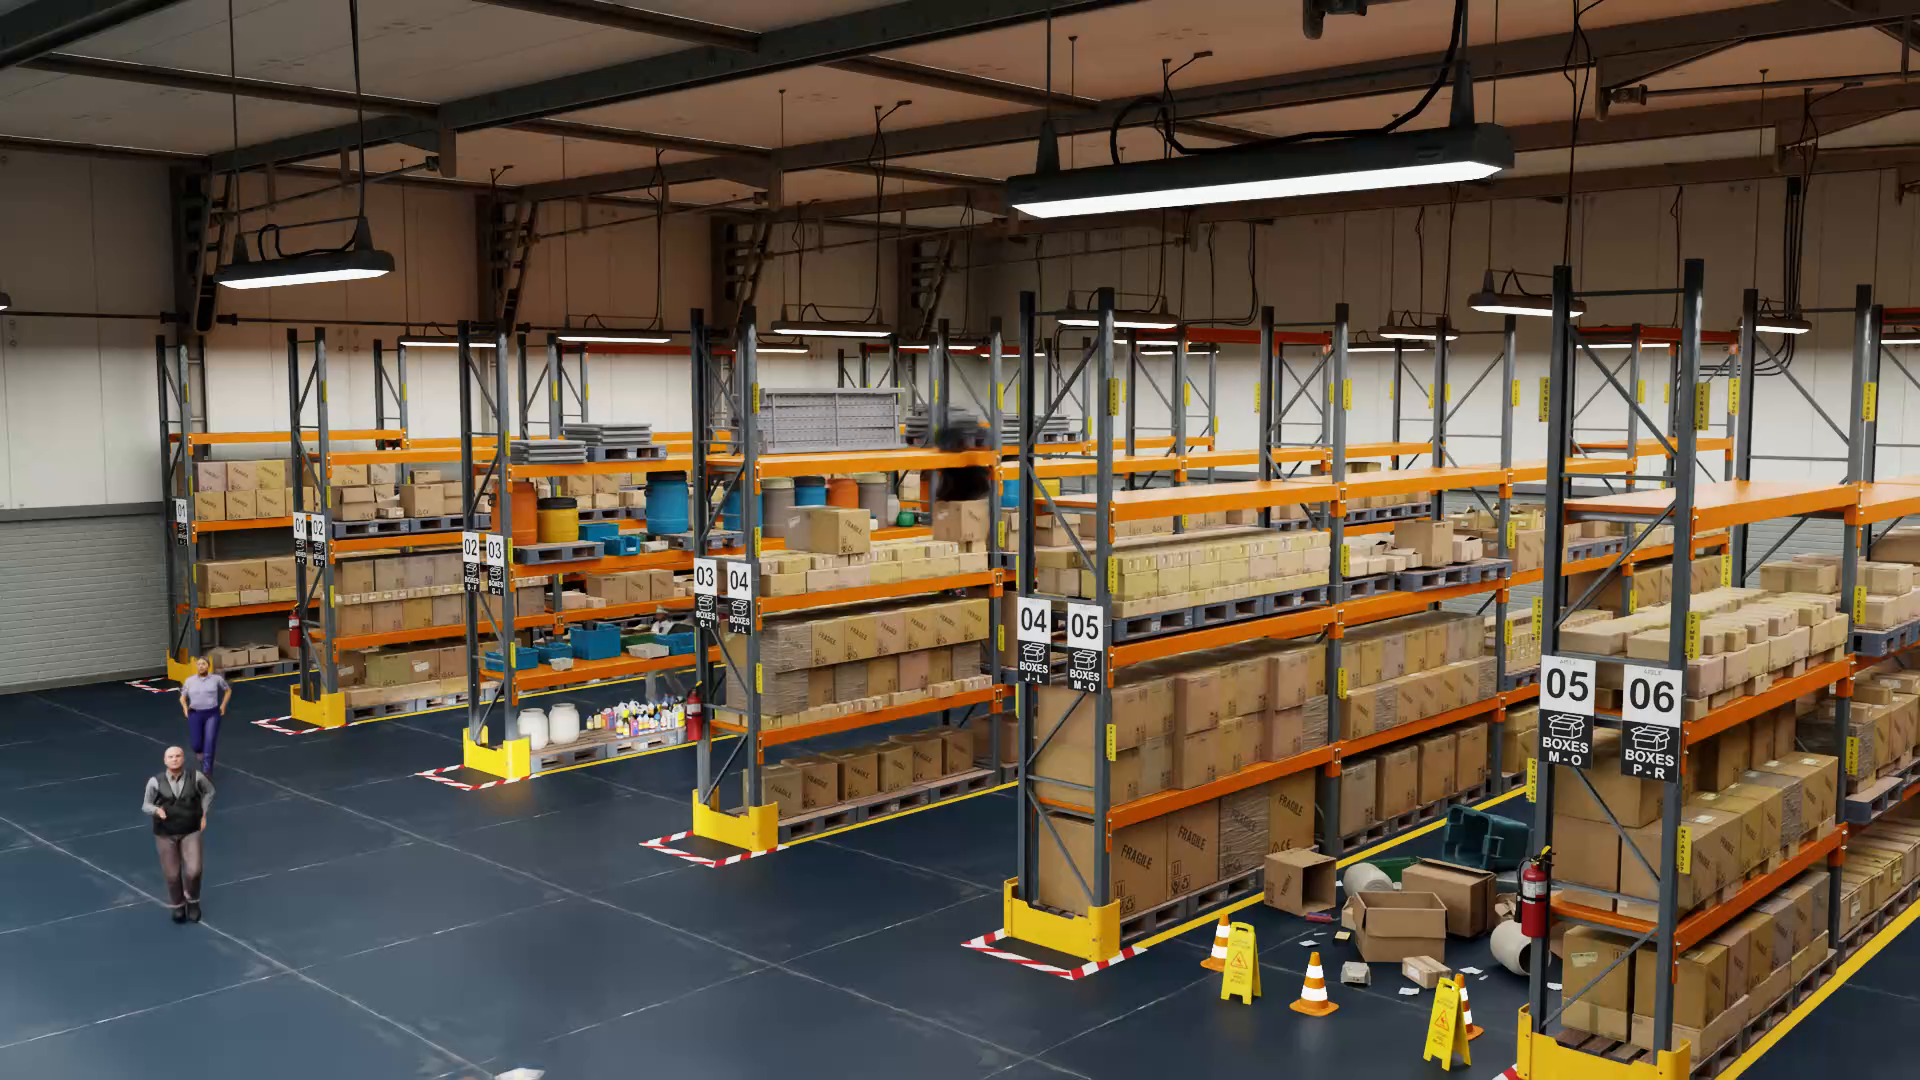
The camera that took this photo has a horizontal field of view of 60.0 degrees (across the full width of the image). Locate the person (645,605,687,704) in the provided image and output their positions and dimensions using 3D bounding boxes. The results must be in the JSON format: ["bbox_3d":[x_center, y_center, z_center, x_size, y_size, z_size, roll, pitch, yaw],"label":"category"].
[{"bbox_3d":[-4.656,1.860,26.049,0.562,1.721,0.885,4,6,34],"label":"person"}]

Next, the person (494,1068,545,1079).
[{"bbox_3d":[-2.163,3.522,8.285,0.640,1.835,0.726,-1,5,-11],"label":"person"}]

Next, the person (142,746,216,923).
[{"bbox_3d":[-7.440,2.830,15.867,0.642,1.717,0.647,-2,6,-24],"label":"person"}]

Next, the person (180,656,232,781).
[{"bbox_3d":[-9.901,2.327,21.841,0.621,1.603,0.769,-2,6,-19],"label":"person"}]
